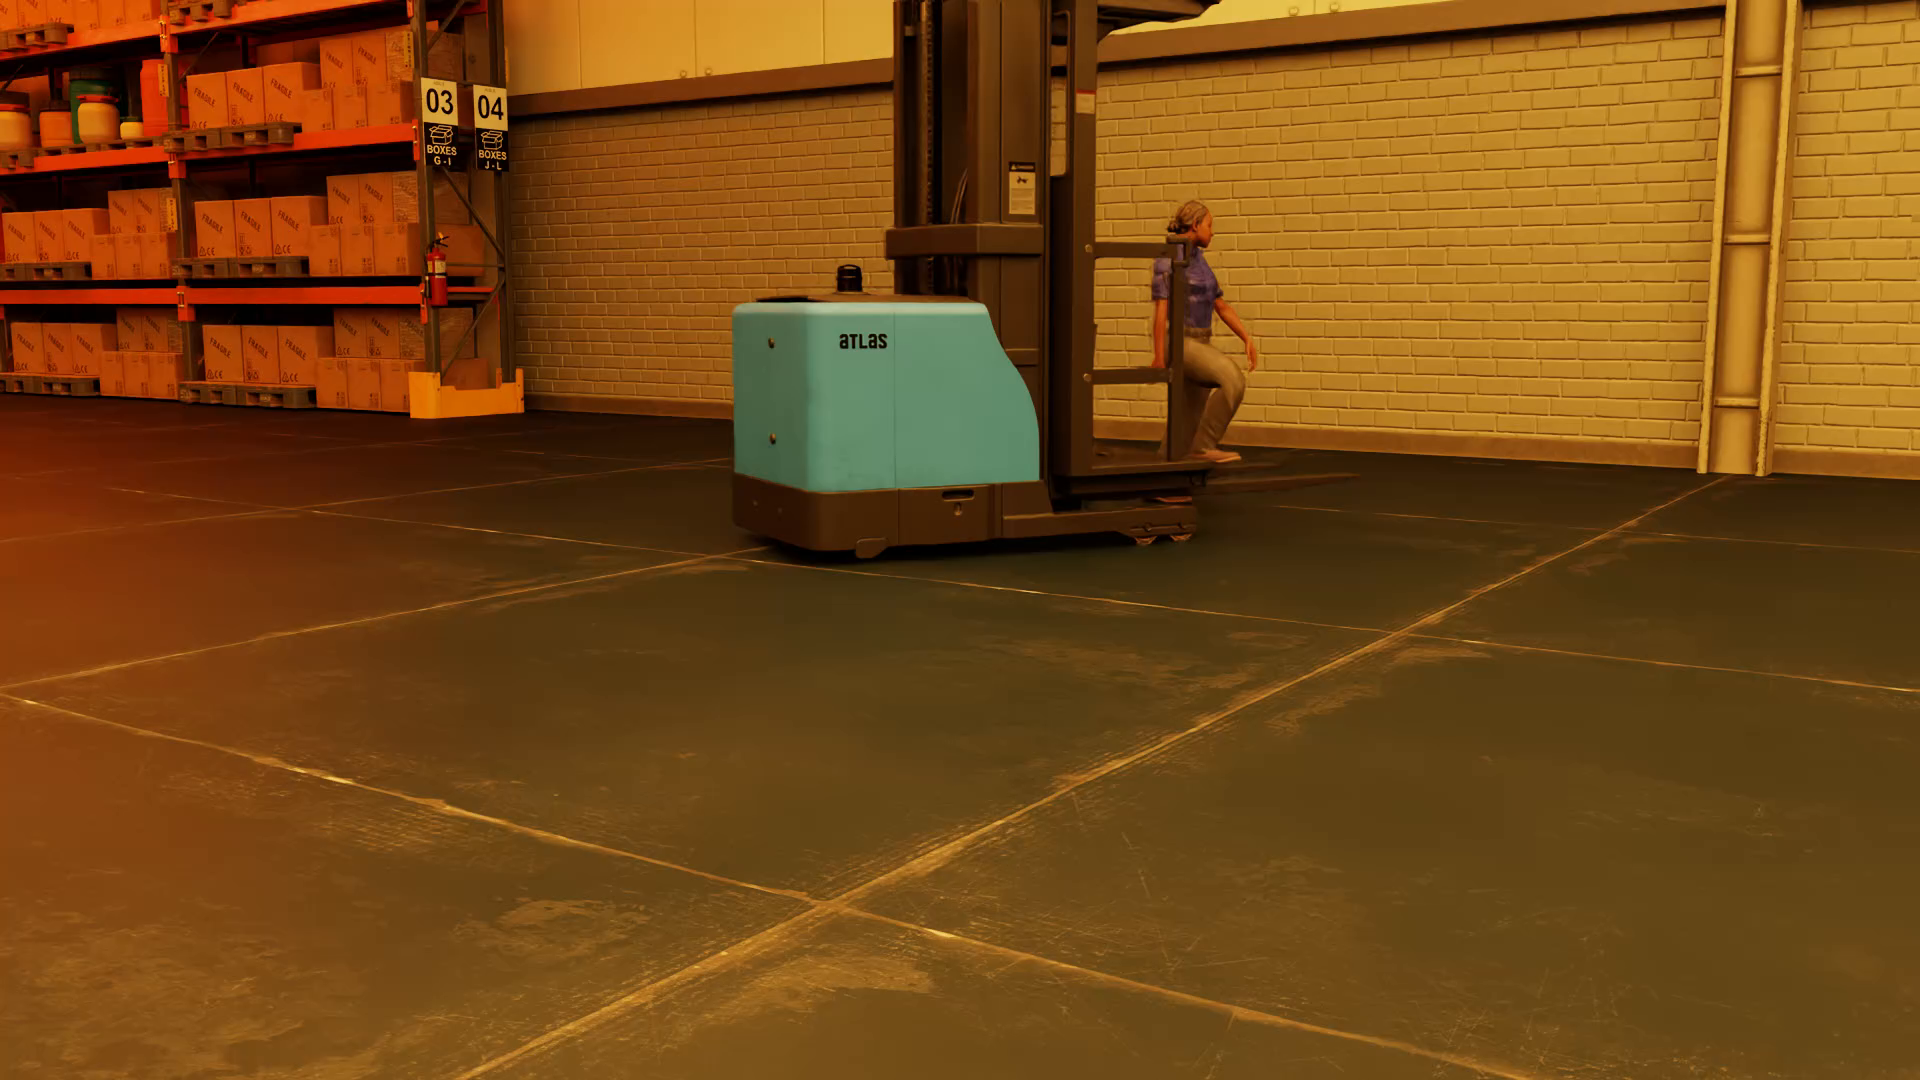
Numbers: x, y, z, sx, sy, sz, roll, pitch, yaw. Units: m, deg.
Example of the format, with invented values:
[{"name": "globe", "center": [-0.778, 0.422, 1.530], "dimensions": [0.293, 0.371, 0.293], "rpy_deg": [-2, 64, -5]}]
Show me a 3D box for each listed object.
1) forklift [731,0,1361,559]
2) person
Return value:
[{"name": "forklift", "center": [0.505, -1.494, 7.700], "dimensions": [3.031, 2.935, 1.130], "rpy_deg": [-4, 9, -28]}, {"name": "person", "center": [1.238, -0.970, 8.744], "dimensions": [0.701, 1.611, 0.566], "rpy_deg": [4, 9, 29]}]
